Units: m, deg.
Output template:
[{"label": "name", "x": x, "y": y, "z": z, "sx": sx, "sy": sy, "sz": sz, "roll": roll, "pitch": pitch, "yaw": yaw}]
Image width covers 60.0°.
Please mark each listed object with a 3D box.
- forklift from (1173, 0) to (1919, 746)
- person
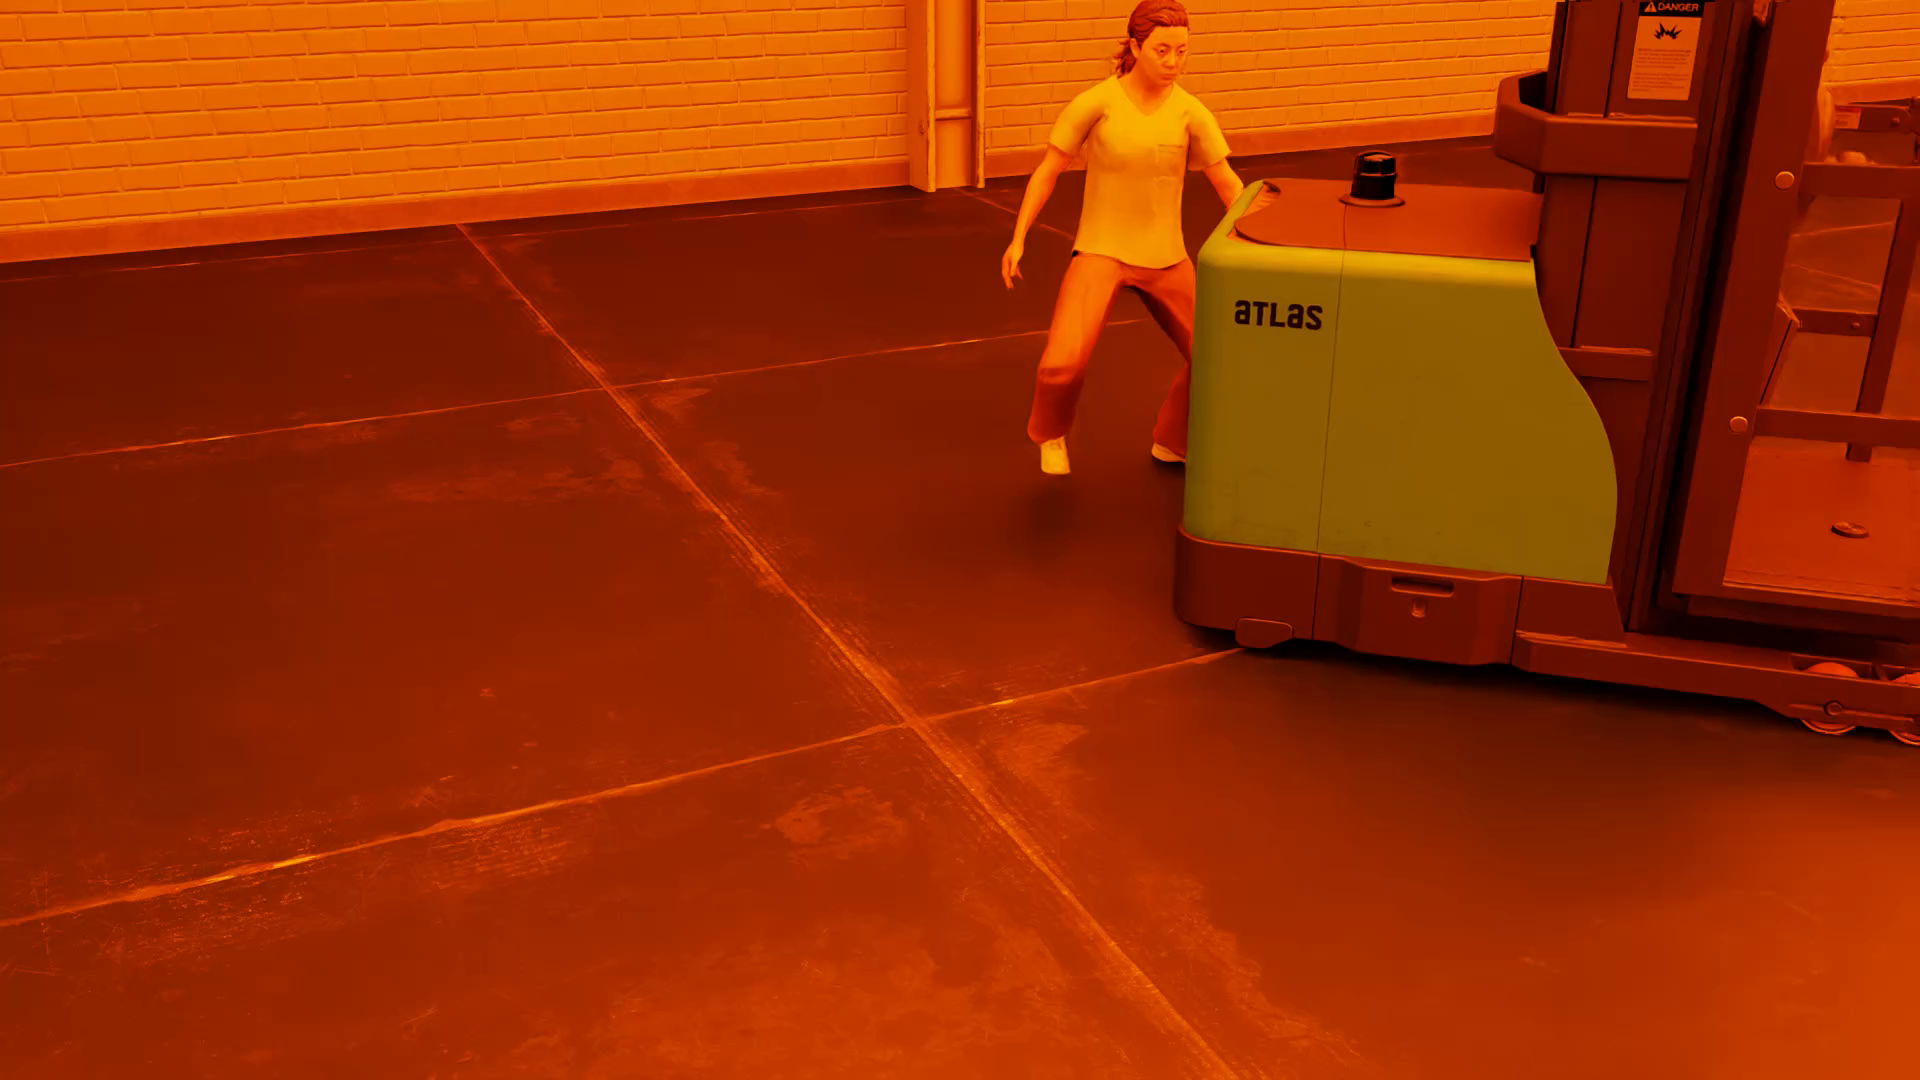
[{"label": "forklift", "x": 2.147, "y": -1.095, "z": 3.921, "sx": 3.031, "sy": 2.935, "sz": 1.130, "roll": 7, "pitch": 23, "yaw": 15}, {"label": "person", "x": 0.558, "y": -0.900, "z": 5.262, "sx": 0.847, "sy": 1.573, "sz": 0.587, "roll": -2, "pitch": 23, "yaw": -4}]
